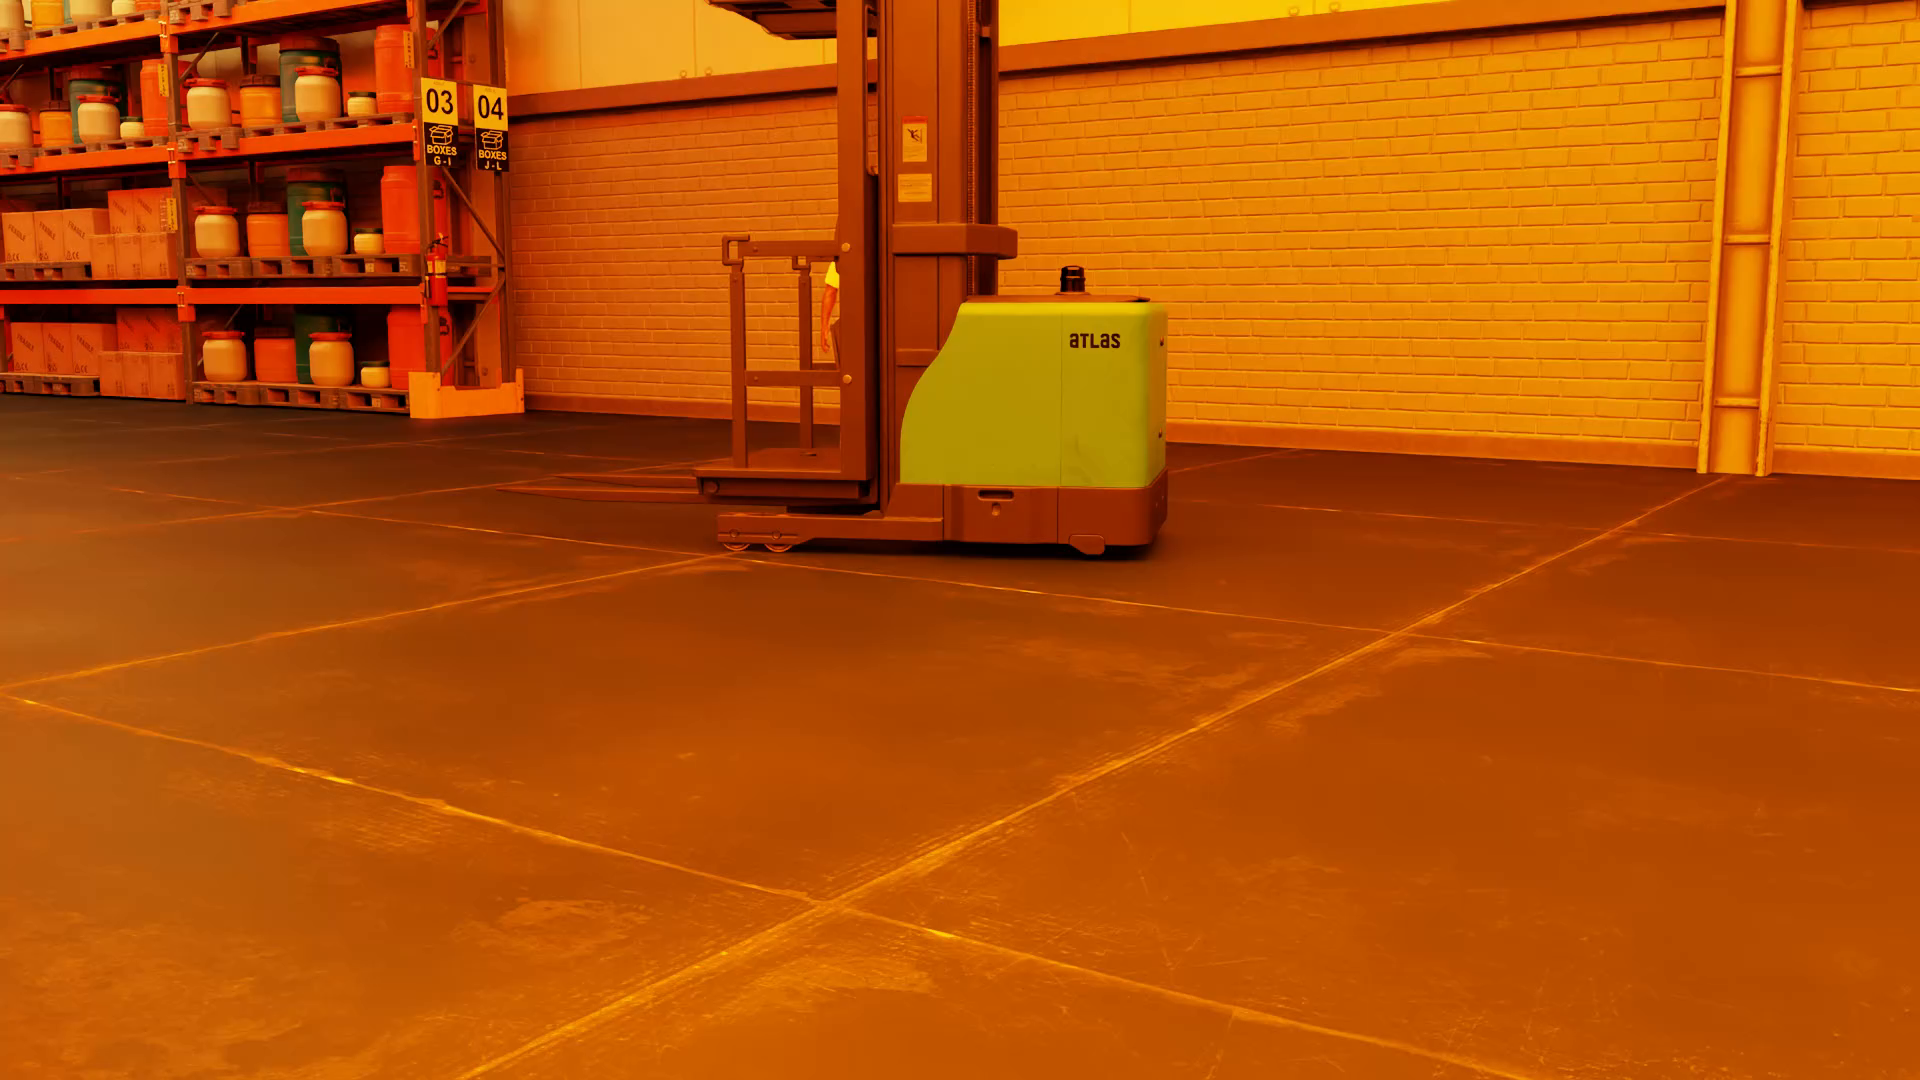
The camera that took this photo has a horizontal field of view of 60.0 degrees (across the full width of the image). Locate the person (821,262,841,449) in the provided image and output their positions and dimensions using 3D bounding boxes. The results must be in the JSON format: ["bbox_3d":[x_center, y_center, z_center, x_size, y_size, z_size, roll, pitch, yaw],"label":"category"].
[{"bbox_3d":[-0.611,-1.422,11.338,0.677,1.766,0.470,-1,8,-5],"label":"person"}]

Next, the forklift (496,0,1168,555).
[{"bbox_3d":[-0.596,-1.469,7.520,3.031,2.935,1.130,2,8,12],"label":"forklift"}]
